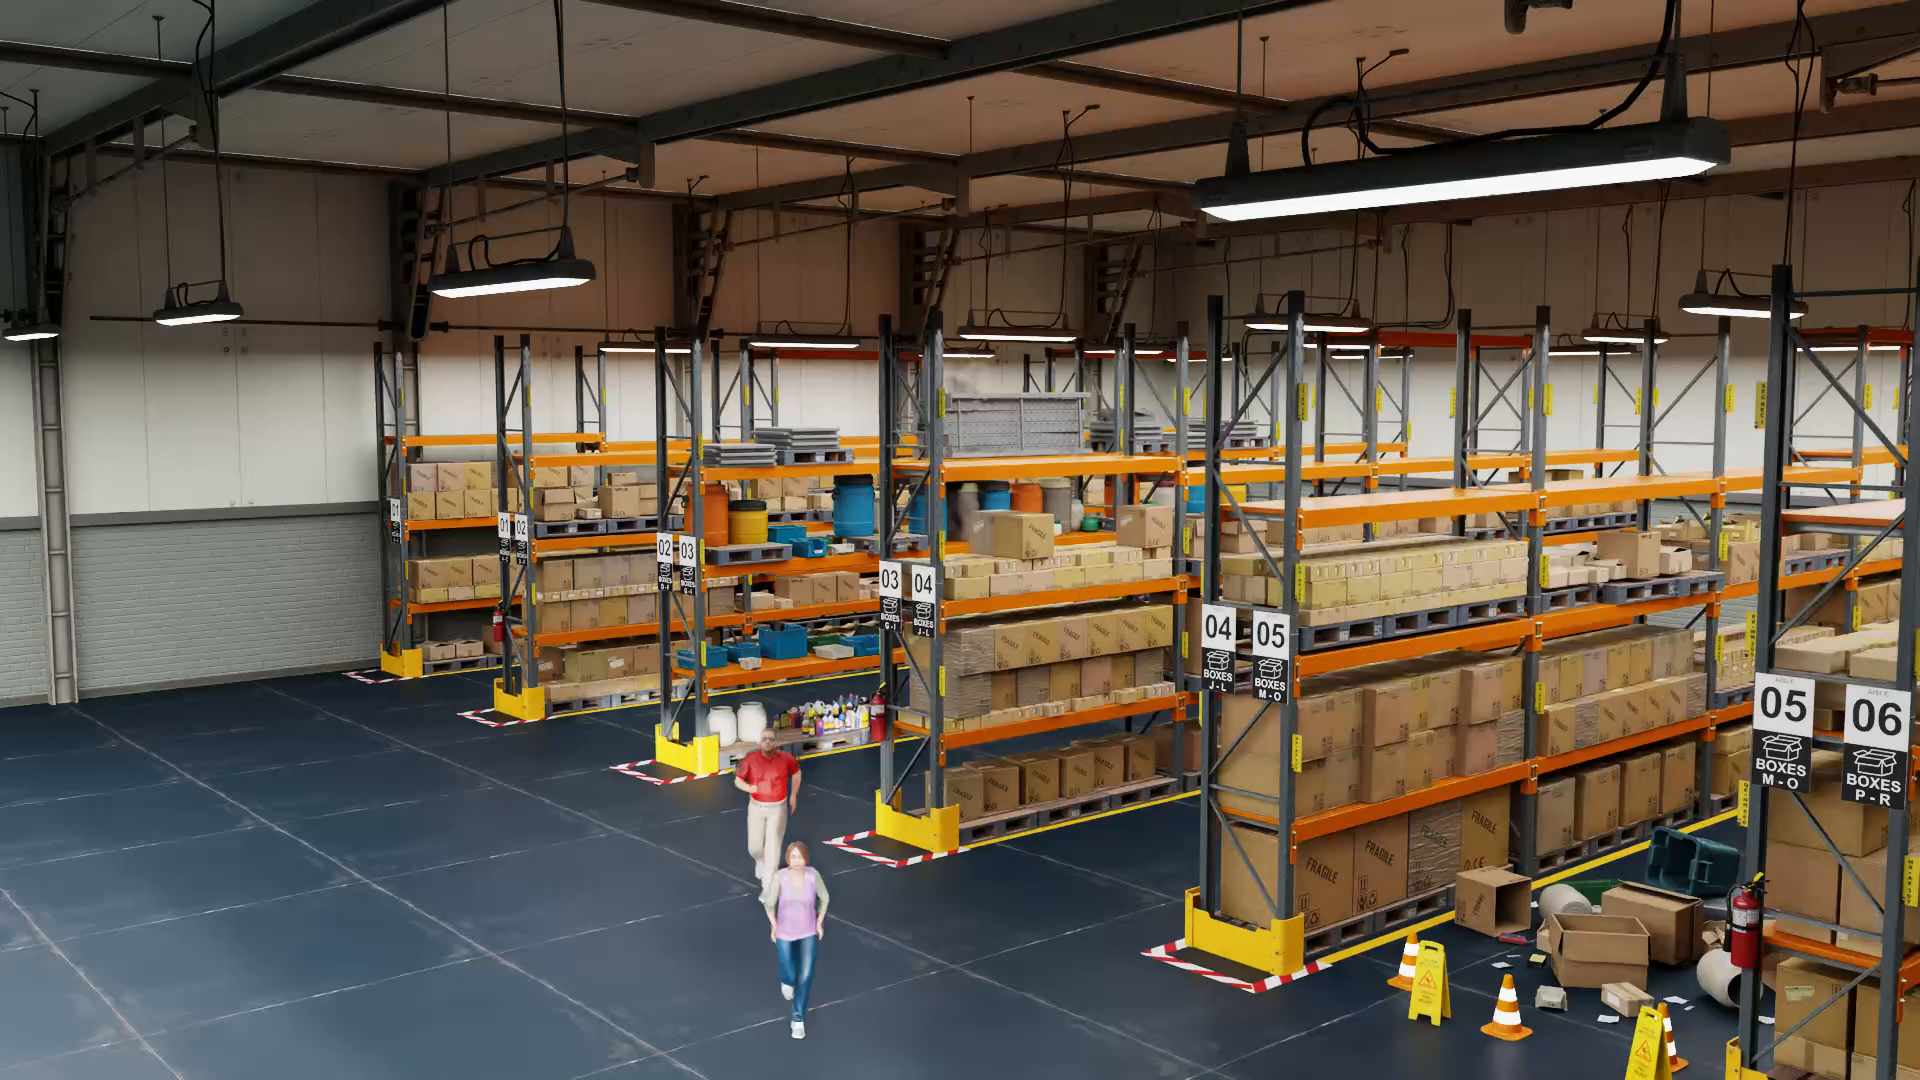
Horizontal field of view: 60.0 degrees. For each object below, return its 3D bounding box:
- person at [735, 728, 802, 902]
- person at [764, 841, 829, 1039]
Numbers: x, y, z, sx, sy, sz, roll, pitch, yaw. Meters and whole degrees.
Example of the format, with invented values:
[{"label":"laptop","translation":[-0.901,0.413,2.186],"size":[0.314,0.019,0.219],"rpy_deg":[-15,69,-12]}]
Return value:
[{"label":"person","translation":[-1.959,2.760,16.974],"size":[0.669,1.696,0.877],"rpy_deg":[0,5,-1]},{"label":"person","translation":[-1.320,3.174,13.464],"size":[0.526,1.561,0.693],"rpy_deg":[-1,5,-10]}]
